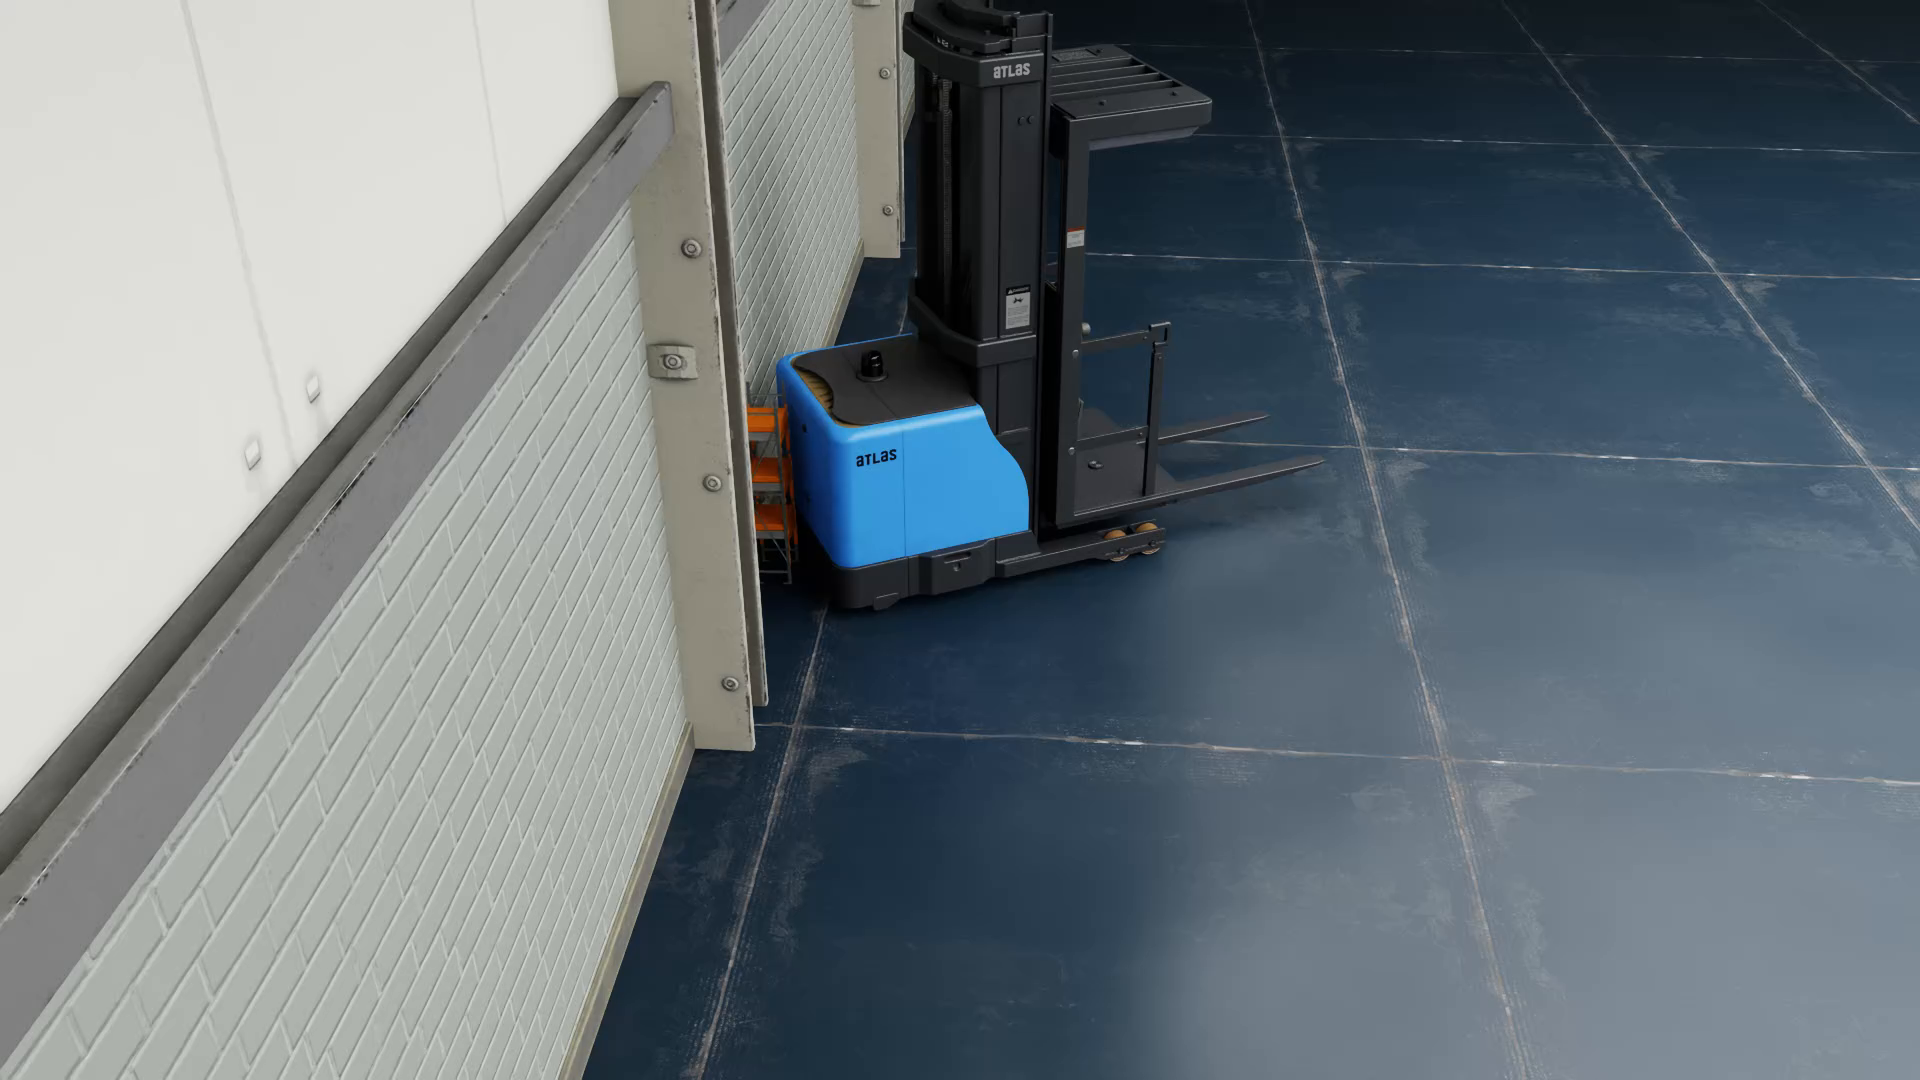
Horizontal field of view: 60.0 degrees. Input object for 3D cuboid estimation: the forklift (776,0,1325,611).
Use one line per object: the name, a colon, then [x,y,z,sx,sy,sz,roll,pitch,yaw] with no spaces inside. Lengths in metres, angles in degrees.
forklift: [0.581,-1.374,8.687,3.031,2.935,1.130,-12,34,-19]

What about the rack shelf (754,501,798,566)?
rack shelf: [-0.987,-0.035,8.801,0.215,0.259,0.240,1,28,4]

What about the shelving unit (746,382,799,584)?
shelving unit: [-0.994,-0.290,8.666,0.215,1.050,0.252,1,28,4]

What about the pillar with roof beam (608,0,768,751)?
pillar with roof beam: [3.199,-2.784,5.190,9.100,9.000,0.400,2,32,4]

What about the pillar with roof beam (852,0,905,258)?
pillar with roof beam: [3.688,-5.921,10.281,9.100,9.000,0.400,2,32,4]

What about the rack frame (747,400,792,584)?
rack frame: [-1.003,-0.233,8.559,0.200,1.050,0.008,1,28,4]

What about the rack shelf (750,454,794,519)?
rack shelf: [-0.994,-0.281,8.671,0.215,0.259,0.240,1,28,4]

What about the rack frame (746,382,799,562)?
rack frame: [-0.986,-0.347,8.774,0.200,1.050,0.008,1,28,4]

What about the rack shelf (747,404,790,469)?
rack shelf: [-1.001,-0.531,8.538,0.215,0.259,0.240,1,28,4]
